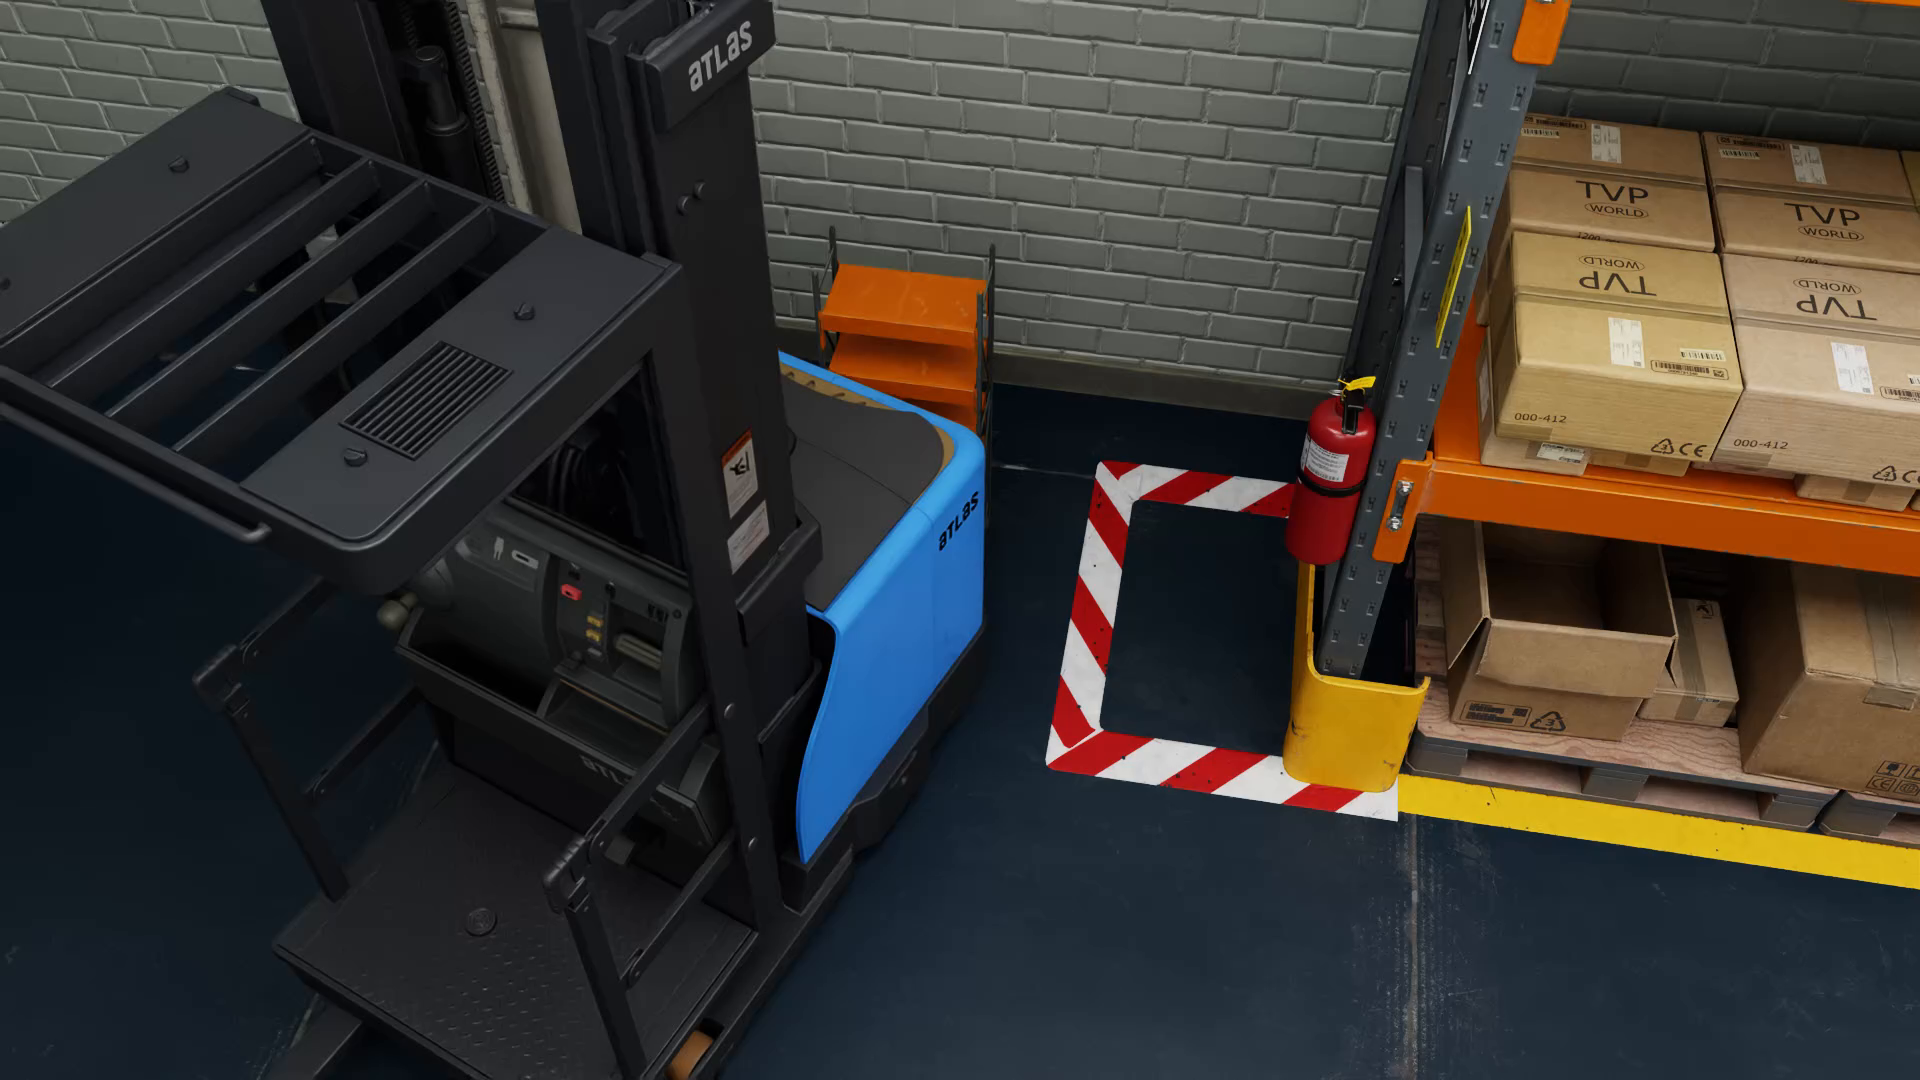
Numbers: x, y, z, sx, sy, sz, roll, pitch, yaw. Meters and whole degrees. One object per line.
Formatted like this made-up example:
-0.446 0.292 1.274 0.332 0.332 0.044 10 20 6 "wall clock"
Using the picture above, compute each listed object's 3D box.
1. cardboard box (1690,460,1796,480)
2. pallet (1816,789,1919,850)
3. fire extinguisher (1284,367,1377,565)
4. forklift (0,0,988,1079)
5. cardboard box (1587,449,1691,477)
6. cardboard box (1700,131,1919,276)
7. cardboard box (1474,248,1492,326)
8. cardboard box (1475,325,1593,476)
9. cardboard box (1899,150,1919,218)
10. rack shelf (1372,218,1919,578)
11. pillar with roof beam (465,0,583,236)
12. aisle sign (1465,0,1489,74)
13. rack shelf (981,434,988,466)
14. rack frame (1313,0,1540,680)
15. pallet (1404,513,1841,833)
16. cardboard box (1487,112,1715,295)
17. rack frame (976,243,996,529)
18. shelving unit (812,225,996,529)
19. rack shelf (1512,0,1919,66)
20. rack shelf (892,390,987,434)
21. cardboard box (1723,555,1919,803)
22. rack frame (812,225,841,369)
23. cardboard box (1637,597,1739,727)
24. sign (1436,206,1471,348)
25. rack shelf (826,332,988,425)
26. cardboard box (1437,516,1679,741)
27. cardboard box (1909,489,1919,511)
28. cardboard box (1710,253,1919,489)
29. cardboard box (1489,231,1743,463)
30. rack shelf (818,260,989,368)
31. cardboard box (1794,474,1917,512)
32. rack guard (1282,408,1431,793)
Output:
1.982 -0.349 4.216 0.250 0.149 0.380 7 48 6 "cardboard box"
3.240 0.524 5.138 1.213 0.211 1.003 8 49 7 "pallet"
0.957 -0.217 4.231 0.183 0.674 0.296 8 49 7 "fire extinguisher"
-1.093 0.213 3.588 1.130 2.935 3.031 23 52 20 "forklift"
1.717 -0.358 4.224 0.250 0.149 0.380 9 49 8 "cardboard box"
2.191 -0.800 4.353 0.500 0.250 0.500 8 49 7 "cardboard box"
1.558 -0.755 4.581 0.250 0.149 0.380 7 48 6 "cardboard box"
1.459 -0.358 4.224 0.250 0.149 0.380 7 48 7 "cardboard box"
2.677 -0.731 4.291 0.500 0.250 0.500 9 49 8 "cardboard box"
3.152 -0.181 4.380 4.000 0.370 1.077 8 49 7 "rack shelf"
-2.075 -0.557 0.200 0.400 9.000 9.100 8 49 7 "pillar with roof beam"
1.064 -1.349 3.198 0.004 0.787 0.394 8 49 7 "aisle sign"
-0.163 -0.245 5.521 0.480 0.148 0.258 8 49 7 "rack shelf"
1.184 -0.686 4.350 0.127 3.000 1.000 8 49 7 "rack frame"
2.043 0.361 5.284 1.213 0.211 1.003 8 49 7 "pallet"
1.684 -0.869 4.415 0.500 0.250 0.500 9 49 8 "cardboard box"
0.077 -0.391 5.294 0.015 1.200 0.240 8 49 7 "rack frame"
-0.163 -0.423 5.323 0.503 1.200 0.258 8 49 7 "shelving unit"
3.152 -1.184 3.264 4.000 0.370 1.077 8 49 7 "rack shelf"
-0.163 -0.378 5.373 0.480 0.148 0.258 8 49 7 "rack shelf"
2.603 0.301 4.861 0.500 0.500 0.700 9 49 8 "cardboard box"
-0.403 -0.455 5.352 0.015 1.200 0.240 8 49 7 "rack frame"
2.180 0.361 5.043 0.250 0.149 0.380 6 48 5 "cardboard box"
1.087 -0.578 3.671 0.005 0.325 0.100 8 49 7 "sign"
-0.163 -0.527 5.207 0.480 0.148 0.258 8 49 7 "rack shelf"
1.769 0.158 4.987 0.637 0.503 0.797 6 48 5 "cardboard box"
2.482 -0.239 4.117 0.250 0.149 0.380 8 49 7 "cardboard box"
2.079 -0.412 4.004 0.500 0.250 0.500 8 49 7 "cardboard box"
1.582 -0.478 4.064 0.500 0.250 0.500 8 49 7 "cardboard box"
-0.163 -0.686 5.031 0.480 0.148 0.258 8 49 7 "rack shelf"
2.220 -0.270 4.145 0.250 0.149 0.380 9 49 8 "cardboard box"
1.259 0.159 5.271 0.348 0.500 1.175 8 49 7 "rack guard"
